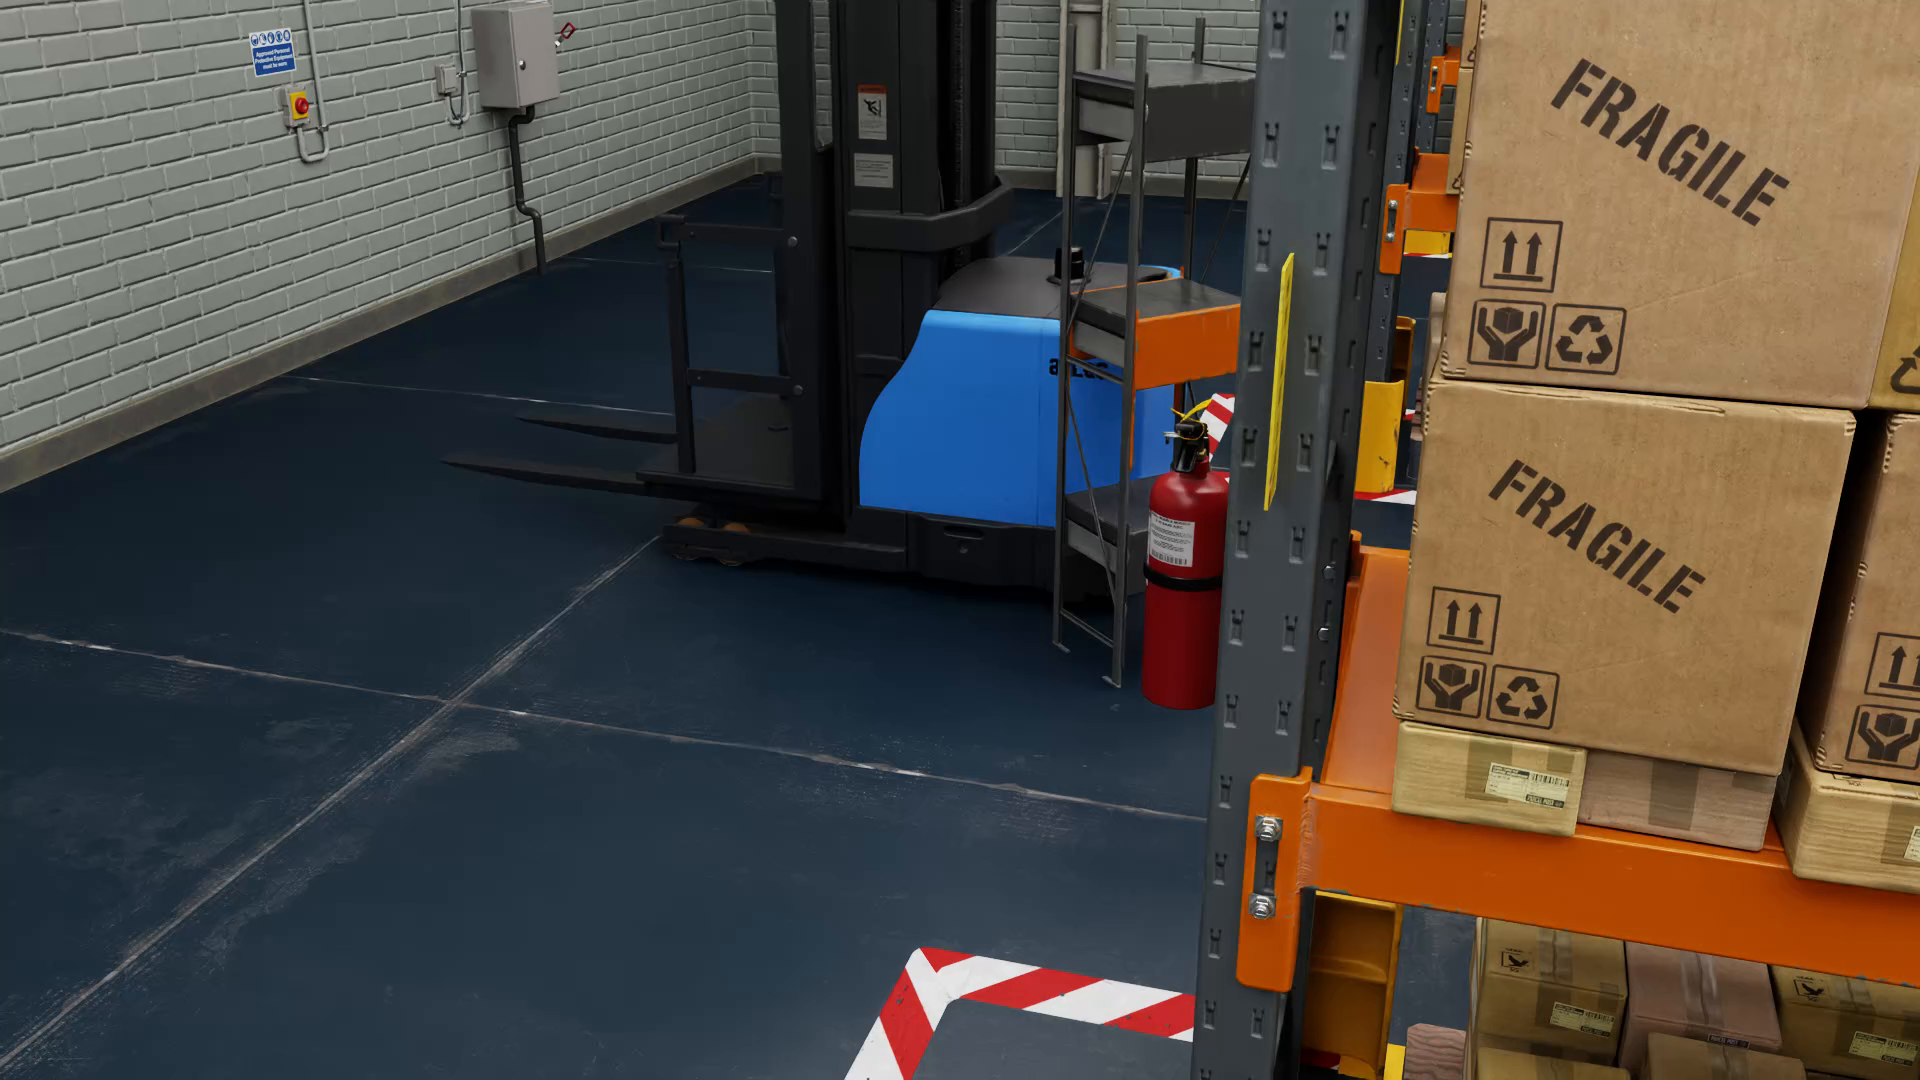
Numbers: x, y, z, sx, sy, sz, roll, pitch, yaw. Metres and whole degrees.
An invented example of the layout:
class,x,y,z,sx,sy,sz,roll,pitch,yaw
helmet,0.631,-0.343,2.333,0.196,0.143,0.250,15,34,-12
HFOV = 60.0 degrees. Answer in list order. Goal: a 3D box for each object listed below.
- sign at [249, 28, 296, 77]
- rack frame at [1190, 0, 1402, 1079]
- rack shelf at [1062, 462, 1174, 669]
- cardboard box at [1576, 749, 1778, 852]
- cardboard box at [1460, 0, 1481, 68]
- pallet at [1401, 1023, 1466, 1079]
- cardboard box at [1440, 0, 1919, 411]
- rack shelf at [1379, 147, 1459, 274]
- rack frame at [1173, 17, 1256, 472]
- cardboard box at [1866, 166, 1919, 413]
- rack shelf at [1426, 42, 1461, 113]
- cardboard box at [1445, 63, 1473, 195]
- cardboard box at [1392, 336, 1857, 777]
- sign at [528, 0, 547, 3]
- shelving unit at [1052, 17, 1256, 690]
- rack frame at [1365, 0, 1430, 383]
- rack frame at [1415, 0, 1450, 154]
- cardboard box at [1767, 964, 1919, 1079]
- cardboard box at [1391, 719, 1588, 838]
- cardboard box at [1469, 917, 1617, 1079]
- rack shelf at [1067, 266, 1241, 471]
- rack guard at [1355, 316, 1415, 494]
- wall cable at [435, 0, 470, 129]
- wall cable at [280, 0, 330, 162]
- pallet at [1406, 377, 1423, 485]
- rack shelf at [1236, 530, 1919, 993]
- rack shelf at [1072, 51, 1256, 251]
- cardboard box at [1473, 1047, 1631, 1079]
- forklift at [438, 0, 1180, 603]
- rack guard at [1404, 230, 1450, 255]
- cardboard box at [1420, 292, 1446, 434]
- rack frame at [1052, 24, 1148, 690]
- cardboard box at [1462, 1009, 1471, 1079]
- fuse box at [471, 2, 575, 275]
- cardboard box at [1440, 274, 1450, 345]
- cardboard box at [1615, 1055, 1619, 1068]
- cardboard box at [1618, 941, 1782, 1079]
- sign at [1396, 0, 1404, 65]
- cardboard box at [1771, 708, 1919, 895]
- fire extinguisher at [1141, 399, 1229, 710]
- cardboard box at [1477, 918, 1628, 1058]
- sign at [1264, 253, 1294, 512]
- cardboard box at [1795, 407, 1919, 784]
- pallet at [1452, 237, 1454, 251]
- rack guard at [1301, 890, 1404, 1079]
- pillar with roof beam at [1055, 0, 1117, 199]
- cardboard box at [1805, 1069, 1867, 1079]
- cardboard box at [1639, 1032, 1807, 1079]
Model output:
class,x,y,z,sx,sy,sz,roll,pitch,yaw
sign,-3.570,-2.535,8.642,0.001,0.218,0.327,7,23,16
rack frame,0.574,-0.002,2.822,0.127,3.000,1.000,7,23,16
rack shelf,0.644,0.076,5.698,0.480,0.518,0.431,-12,25,-27
cardboard box,1.046,0.282,2.462,0.250,0.149,0.380,7,23,17
cardboard box,2.285,-2.164,6.644,0.500,0.500,0.500,6,23,14
pallet,1.415,1.398,3.083,1.213,0.211,1.003,7,23,16
cardboard box,0.928,-0.503,2.202,0.500,0.500,0.500,6,23,15
rack shelf,3.822,-1.259,6.836,4.000,0.370,1.077,7,23,16
rack frame,0.856,-0.630,5.539,0.015,2.100,0.400,-12,25,-27
cardboard box,1.413,-0.450,2.073,0.500,0.500,0.500,7,23,17
rack shelf,5.253,-3.063,11.233,4.000,0.370,1.077,7,23,16
cardboard box,2.284,-1.701,6.832,0.500,0.500,0.500,6,23,15
cardboard box,0.924,-0.036,2.382,0.500,0.500,0.500,8,24,18
sign,-2.807,-3.327,11.052,0.001,0.494,0.329,7,23,16
shelving unit,0.644,-0.584,5.427,0.503,2.100,0.431,-12,25,-27
rack frame,1.908,-1.811,7.234,0.127,3.000,1.000,7,23,16
rack frame,3.338,-3.615,11.631,0.127,3.000,1.000,7,23,16
cardboard box,1.663,0.844,3.179,0.250,0.149,0.380,6,23,14
cardboard box,0.790,0.269,2.493,0.250,0.149,0.380,6,23,15
cardboard box,1.162,0.939,3.339,0.250,0.149,0.380,6,23,14
rack shelf,0.644,-0.571,5.432,0.480,0.518,0.431,-12,25,-27
rack guard,1.885,-0.658,7.714,0.348,0.500,1.175,7,23,16
wall cable,-3.099,-3.408,9.786,0.122,1.984,0.588,7,23,16
wall cable,-3.498,-2.906,8.521,0.123,1.953,0.585,7,23,16
pallet,2.696,-0.462,7.619,1.213,0.211,1.003,7,23,16
rack shelf,2.489,0.550,2.424,4.000,0.370,1.077,7,23,16
rack shelf,0.644,-1.219,5.166,0.480,0.518,0.431,-12,25,-27
cardboard box,0.978,1.028,2.730,0.250,0.149,0.380,5,23,13
forklift,-0.656,-1.434,6.405,3.031,2.935,1.130,7,23,16
rack guard,3.411,-2.451,12.085,0.348,0.500,1.175,7,23,16
cardboard box,2.568,-0.784,7.552,0.875,0.438,0.875,6,23,14
rack frame,0.432,-0.538,5.315,0.015,2.100,0.400,-12,25,-27
cardboard box,1.139,1.105,3.328,0.250,0.149,0.380,7,23,16
fuse box,-2.751,-2.572,10.786,0.414,1.711,0.539,7,23,16
cardboard box,1.079,-0.230,2.855,0.500,0.500,0.500,7,23,17
cardboard box,1.397,0.988,3.221,0.250,0.149,0.380,6,23,14
cardboard box,1.378,0.862,3.136,0.250,0.149,0.380,7,23,17
sign,1.742,-2.048,6.564,0.005,0.325,0.100,7,23,16
cardboard box,1.288,0.331,2.342,0.250,0.149,0.380,6,23,14
fire extinguisher,0.467,0.011,3.384,0.183,0.674,0.296,7,23,16
cardboard box,1.155,0.813,3.254,0.250,0.149,0.380,7,23,16
sign,0.418,-0.205,2.177,0.005,0.325,0.100,7,23,16
cardboard box,1.444,0.013,2.262,0.500,0.500,0.500,7,23,16
pallet,4.174,-2.230,11.928,1.213,0.211,1.003,7,23,16
rack guard,0.647,1.163,3.276,0.348,0.500,1.175,7,23,16
pillar with roof beam,-0.227,-5.450,8.198,0.400,9.000,9.100,7,23,16
cardboard box,1.660,0.996,3.201,0.250,0.149,0.380,6,23,13
cardboard box,1.277,1.015,2.763,0.250,0.149,0.380,7,23,16
